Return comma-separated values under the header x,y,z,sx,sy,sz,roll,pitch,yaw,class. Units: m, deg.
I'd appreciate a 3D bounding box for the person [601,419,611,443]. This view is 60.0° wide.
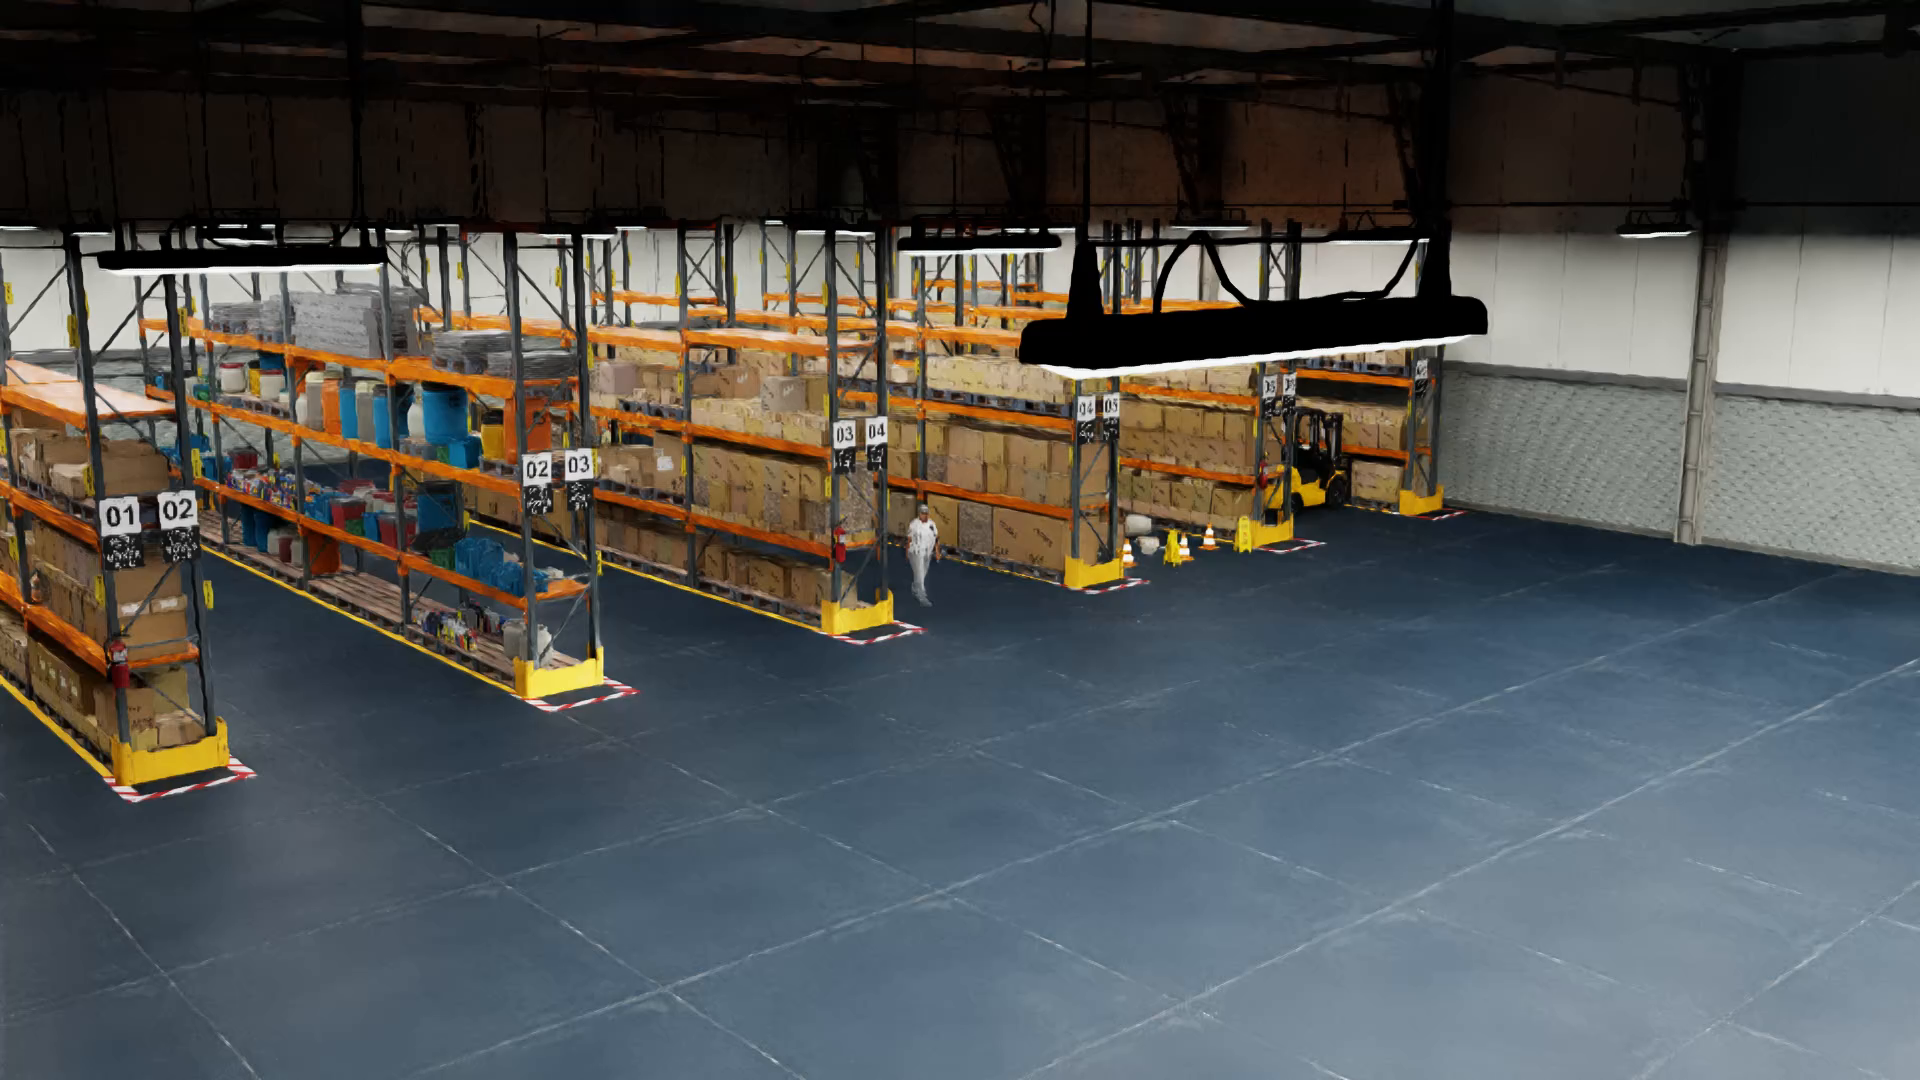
x,y,z,sx,sy,sz,roll,pitch,yaw,class
-7.812,-1.921,37.283,0.448,1.588,1.109,-9,14,-38,person

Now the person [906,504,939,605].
x,y,z,sx,sy,sz,roll,pitch,yaw,class
-0.593,0.203,26.752,0.478,1.596,1.004,-7,13,-31,person

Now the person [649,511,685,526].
x,y,z,sx,sy,sz,roll,pitch,yaw,class
-5.904,-1.097,32.945,0.582,1.686,1.113,-11,16,-42,person

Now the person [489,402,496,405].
x,y,z,sx,sy,sz,roll,pitch,yaw,class
-11.359,-2.576,40.495,0.444,1.589,1.095,-11,15,-42,person
